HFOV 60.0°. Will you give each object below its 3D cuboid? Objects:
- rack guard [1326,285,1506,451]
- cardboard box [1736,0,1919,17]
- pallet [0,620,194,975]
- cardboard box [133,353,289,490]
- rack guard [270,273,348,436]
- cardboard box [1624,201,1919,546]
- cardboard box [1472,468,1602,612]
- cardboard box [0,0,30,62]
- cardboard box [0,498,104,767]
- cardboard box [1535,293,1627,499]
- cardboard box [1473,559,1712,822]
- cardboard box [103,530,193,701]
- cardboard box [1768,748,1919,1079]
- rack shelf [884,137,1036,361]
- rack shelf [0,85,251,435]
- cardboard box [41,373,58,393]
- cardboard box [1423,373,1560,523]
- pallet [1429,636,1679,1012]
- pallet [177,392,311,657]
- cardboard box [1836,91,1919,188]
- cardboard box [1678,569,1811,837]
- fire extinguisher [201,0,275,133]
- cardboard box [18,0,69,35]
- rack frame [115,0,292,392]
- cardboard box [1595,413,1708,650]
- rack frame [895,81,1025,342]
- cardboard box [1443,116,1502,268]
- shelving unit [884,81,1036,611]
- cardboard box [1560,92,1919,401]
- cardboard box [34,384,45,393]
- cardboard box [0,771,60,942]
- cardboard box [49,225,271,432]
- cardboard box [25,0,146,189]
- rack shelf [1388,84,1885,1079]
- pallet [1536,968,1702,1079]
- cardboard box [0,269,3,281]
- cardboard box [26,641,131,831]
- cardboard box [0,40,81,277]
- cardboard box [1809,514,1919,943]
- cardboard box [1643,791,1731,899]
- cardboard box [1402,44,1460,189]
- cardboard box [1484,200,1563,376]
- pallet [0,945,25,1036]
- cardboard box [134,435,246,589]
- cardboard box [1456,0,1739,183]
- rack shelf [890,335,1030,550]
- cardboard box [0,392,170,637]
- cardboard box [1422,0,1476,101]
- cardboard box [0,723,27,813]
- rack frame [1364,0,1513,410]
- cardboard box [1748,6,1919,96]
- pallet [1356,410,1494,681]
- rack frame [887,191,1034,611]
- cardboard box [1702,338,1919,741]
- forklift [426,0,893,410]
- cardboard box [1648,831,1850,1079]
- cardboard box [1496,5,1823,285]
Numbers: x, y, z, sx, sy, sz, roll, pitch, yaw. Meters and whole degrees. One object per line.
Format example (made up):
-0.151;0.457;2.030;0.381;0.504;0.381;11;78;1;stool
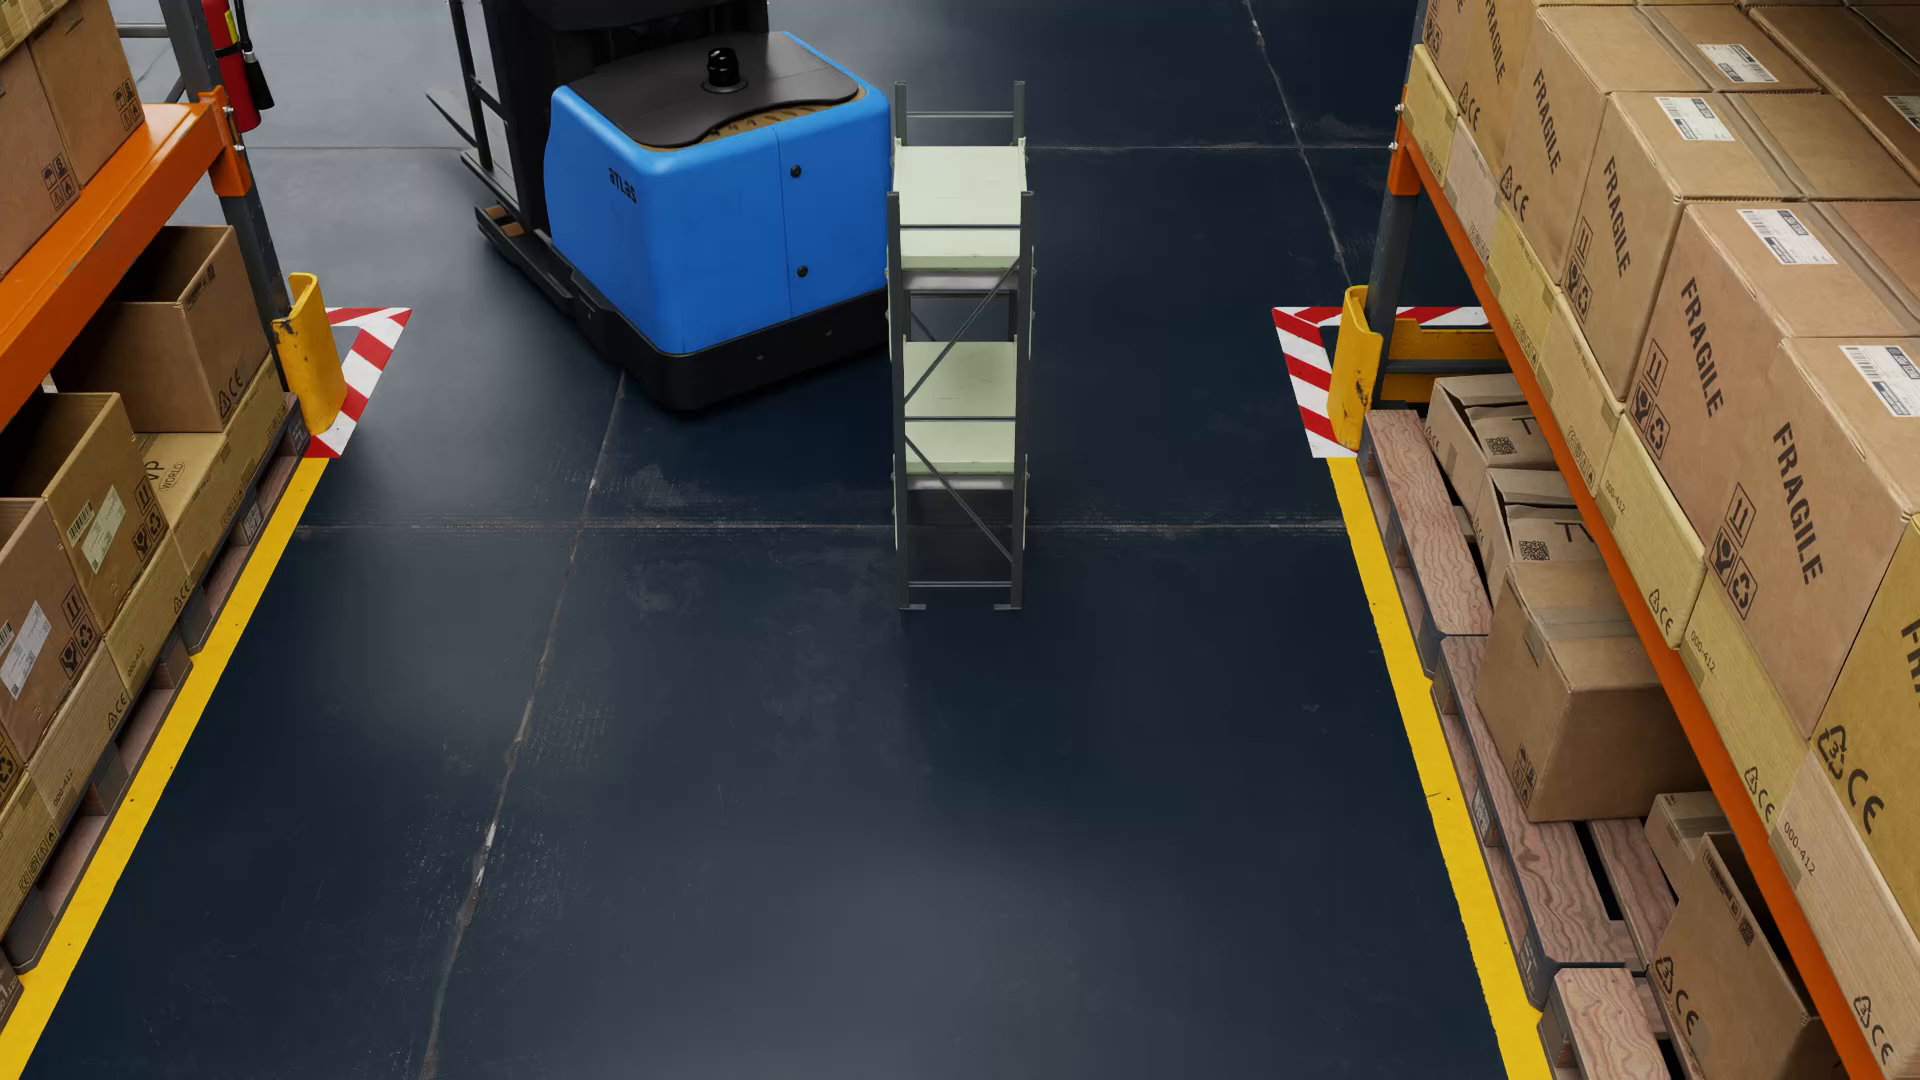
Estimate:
1.992;-0.635;6.142;1.175;0.500;0.348;0;39;0;rack guard
2.196;-1.290;4.465;0.500;0.500;0.500;0;39;1;cardboard box
-2.920;0.676;4.738;1.003;0.211;1.213;0;39;0;pallet
-2.666;-0.407;5.723;0.500;0.250;0.500;0;39;0;cardboard box
-2.962;-0.691;6.213;1.175;0.500;0.348;0;39;0;rack guard
1.691;-0.320;3.255;0.500;0.500;0.500;-1;39;-1;cardboard box
1.903;0.009;5.138;0.500;0.311;0.500;3;39;4;cardboard box
-2.769;-1.381;4.476;0.380;0.149;0.250;-1;39;-1;cardboard box
-2.648;0.238;4.318;0.500;0.500;0.500;0;39;0;cardboard box
1.683;-0.342;3.882;0.500;0.250;0.500;0;39;0;cardboard box
1.854;0.394;4.506;0.700;0.500;0.500;-2;39;-3;cardboard box
-2.651;0.218;4.942;0.500;0.250;0.500;0;39;0;cardboard box
1.693;0.599;2.708;0.500;0.250;0.500;0;39;0;cardboard box
0.000;-0.894;5.042;0.431;0.370;0.720;0;39;0;rack shelf
-2.959;-0.120;4.077;1.077;0.370;4.000;0;39;0;rack shelf
-3.184;-0.407;5.722;0.500;0.250;0.500;0;39;0;cardboard box
1.903;-0.347;5.583;0.500;0.311;0.500;-4;39;-5;cardboard box
1.956;0.747;4.649;1.003;0.211;1.213;0;39;0;pallet
-2.919;-0.085;5.687;1.003;0.211;1.213;0;39;0;pallet
2.201;-0.652;3.669;0.500;0.500;0.500;0;39;1;cardboard box
1.701;0.287;3.097;0.500;0.250;0.500;0;39;0;cardboard box
-2.497;-1.696;5.529;0.296;0.674;0.183;0;39;0;fire extinguisher
-2.769;-1.541;4.676;0.380;0.149;0.250;1;39;1;cardboard box
-2.962;-1.652;5.412;1.000;3.000;0.127;0;39;0;rack frame
1.685;-0.027;3.489;0.500;0.250;0.500;0;39;0;cardboard box
0.000;-0.818;5.572;0.400;1.500;0.023;0;39;0;rack frame
1.690;-0.977;4.674;0.500;0.250;0.500;-1;39;-1;cardboard box
0.000;-0.589;5.286;0.431;1.500;0.755;0;39;0;shelving unit
1.689;-0.646;3.661;0.500;0.500;0.500;1;39;1;cardboard box
-3.181;-0.387;5.097;0.500;0.500;0.500;0;39;0;cardboard box
-2.645;0.843;4.162;0.500;0.250;0.500;0;39;0;cardboard box
-2.663;-0.700;5.488;0.500;0.500;0.500;0;39;0;cardboard box
-2.974;-1.399;5.017;0.700;0.500;0.500;0;39;0;cardboard box
1.994;-0.126;4.084;1.077;0.370;4.000;0;39;0;rack shelf
1.960;1.512;3.694;1.003;0.211;1.213;0;39;0;pallet
-2.974;-0.760;4.219;0.700;0.500;0.500;0;39;0;cardboard box
-2.652;0.531;4.552;0.500;0.250;0.500;0;39;0;cardboard box
-2.969;-1.070;4.607;0.700;0.500;0.500;1;39;1;cardboard box
1.687;0.307;2.473;0.500;0.500;0.500;0;39;0;cardboard box
2.015;0.785;4.300;0.380;0.149;0.250;-3;39;-4;cardboard box
1.675;-1.301;5.079;0.500;0.250;0.500;-1;39;-1;cardboard box
1.685;-0.658;4.276;0.500;0.250;0.500;-1;39;-1;cardboard box
-2.916;1.441;3.783;1.003;0.211;1.213;0;39;0;pallet
-2.653;-0.095;5.332;0.500;0.250;0.500;0;39;0;cardboard box
1.683;-1.292;4.467;0.500;0.500;0.500;0;39;0;cardboard box
0.000;-0.335;5.490;0.431;0.370;0.720;0;39;0;rack shelf
-2.648;-0.075;4.708;0.500;0.500;0.500;0;39;0;cardboard box
1.692;-1.601;4.853;0.500;0.500;0.500;0;39;0;cardboard box
-2.646;0.551;3.927;0.500;0.500;0.500;0;39;0;cardboard box
1.992;-1.657;5.420;1.000;3.000;0.127;0;39;0;rack frame
2.201;-0.967;4.062;0.500;0.500;0.500;-1;39;-1;cardboard box
1.958;-0.014;5.598;1.003;0.211;1.213;0;39;0;pallet
0.000;-0.361;5.001;0.400;1.500;0.023;0;39;0;rack frame
1.681;-0.005;2.862;0.500;0.500;0.500;0;39;0;cardboard box
-1.486;-2.514;6.543;1.130;2.935;3.031;-23;44;-26;forklift
1.955;0.999;3.752;0.500;0.500;0.500;-3;39;-3;cardboard box
1.677;-0.968;4.064;0.500;0.500;0.500;-1;39;-2;cardboard box
